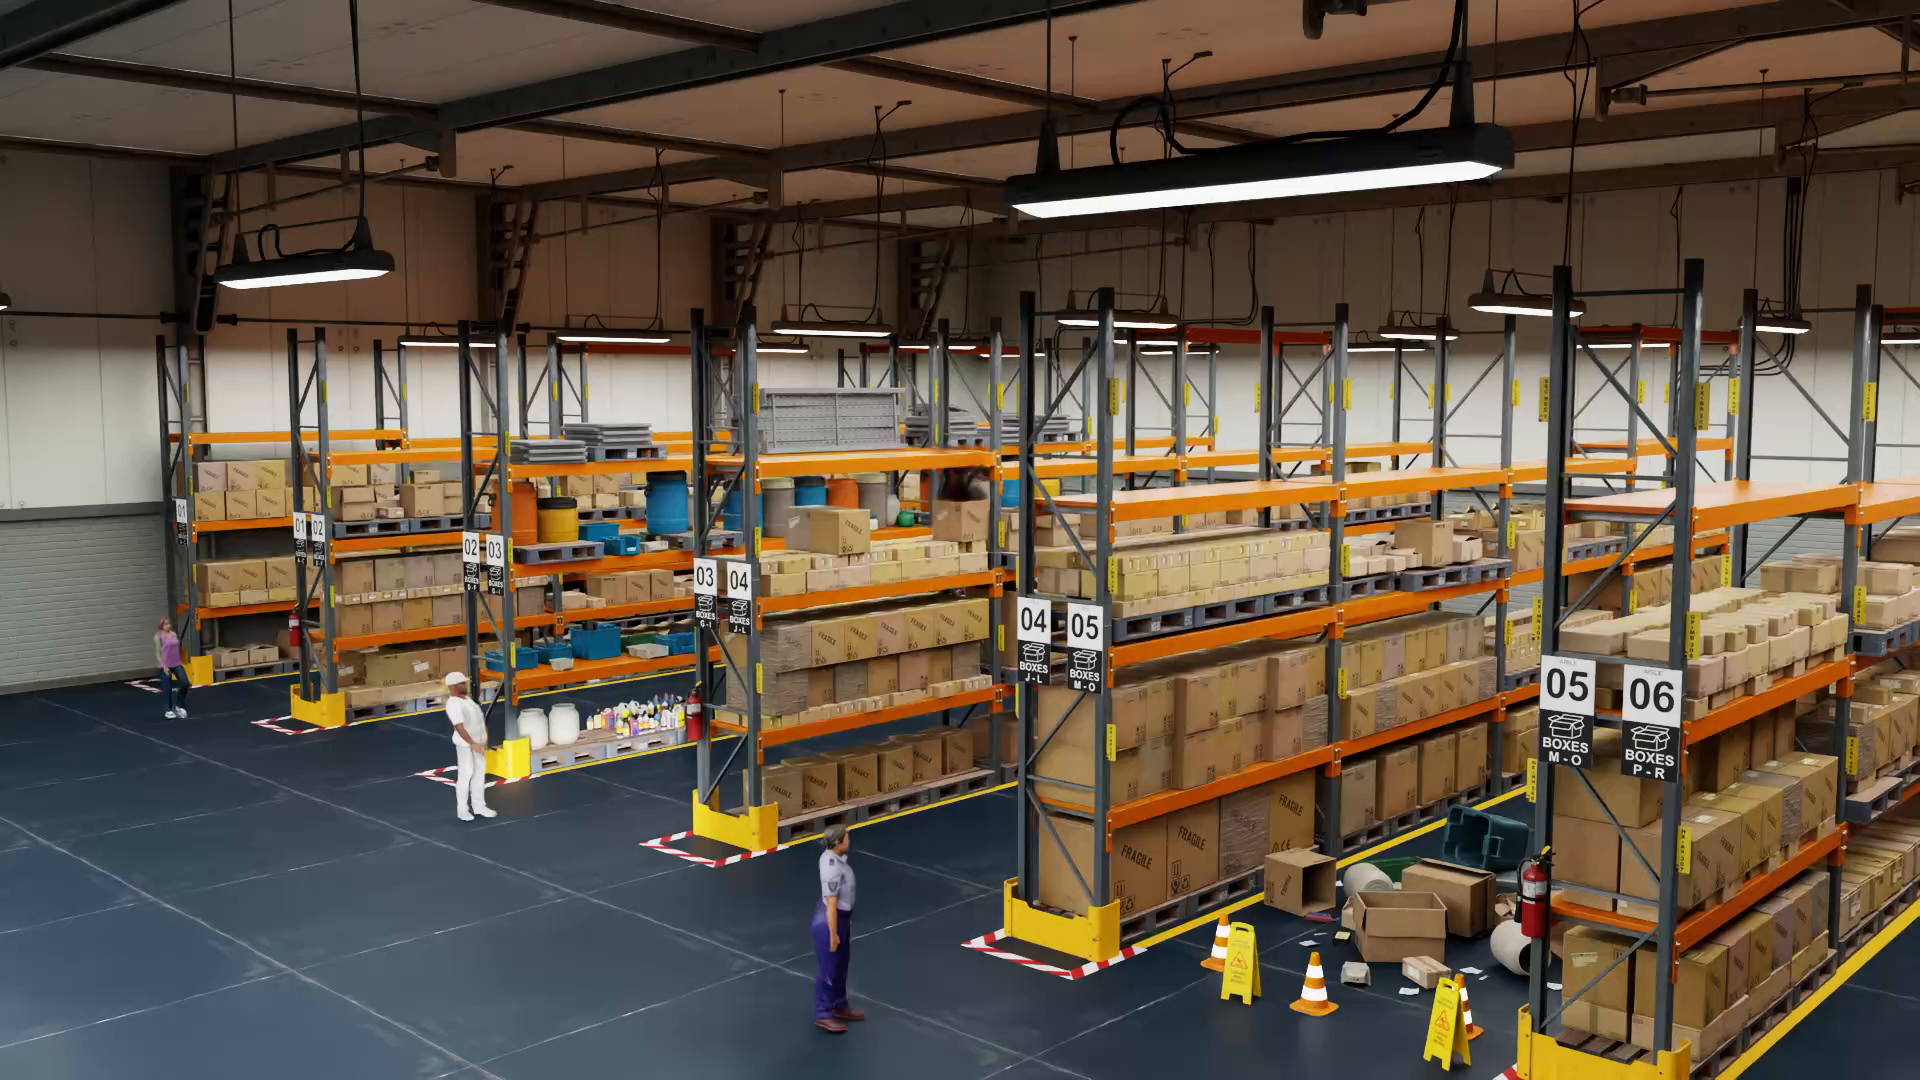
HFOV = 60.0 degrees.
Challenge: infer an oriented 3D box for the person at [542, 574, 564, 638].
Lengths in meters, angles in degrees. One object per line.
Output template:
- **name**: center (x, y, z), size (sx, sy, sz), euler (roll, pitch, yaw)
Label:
- **person**: center (-8.004, 1.225, 32.385), size (0.416, 1.665, 0.568), euler (5, 7, 41)

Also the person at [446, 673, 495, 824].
- **person**: center (-5.766, 2.443, 19.718), size (0.579, 1.762, 0.704), euler (3, 6, 28)

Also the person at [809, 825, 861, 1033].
- **person**: center (-1.008, 3.092, 13.326), size (0.378, 1.656, 0.494), euler (0, 5, 4)

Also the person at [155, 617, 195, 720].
- **person**: center (-12.075, 1.966, 25.477), size (0.603, 1.596, 0.467), euler (5, 7, 43)
